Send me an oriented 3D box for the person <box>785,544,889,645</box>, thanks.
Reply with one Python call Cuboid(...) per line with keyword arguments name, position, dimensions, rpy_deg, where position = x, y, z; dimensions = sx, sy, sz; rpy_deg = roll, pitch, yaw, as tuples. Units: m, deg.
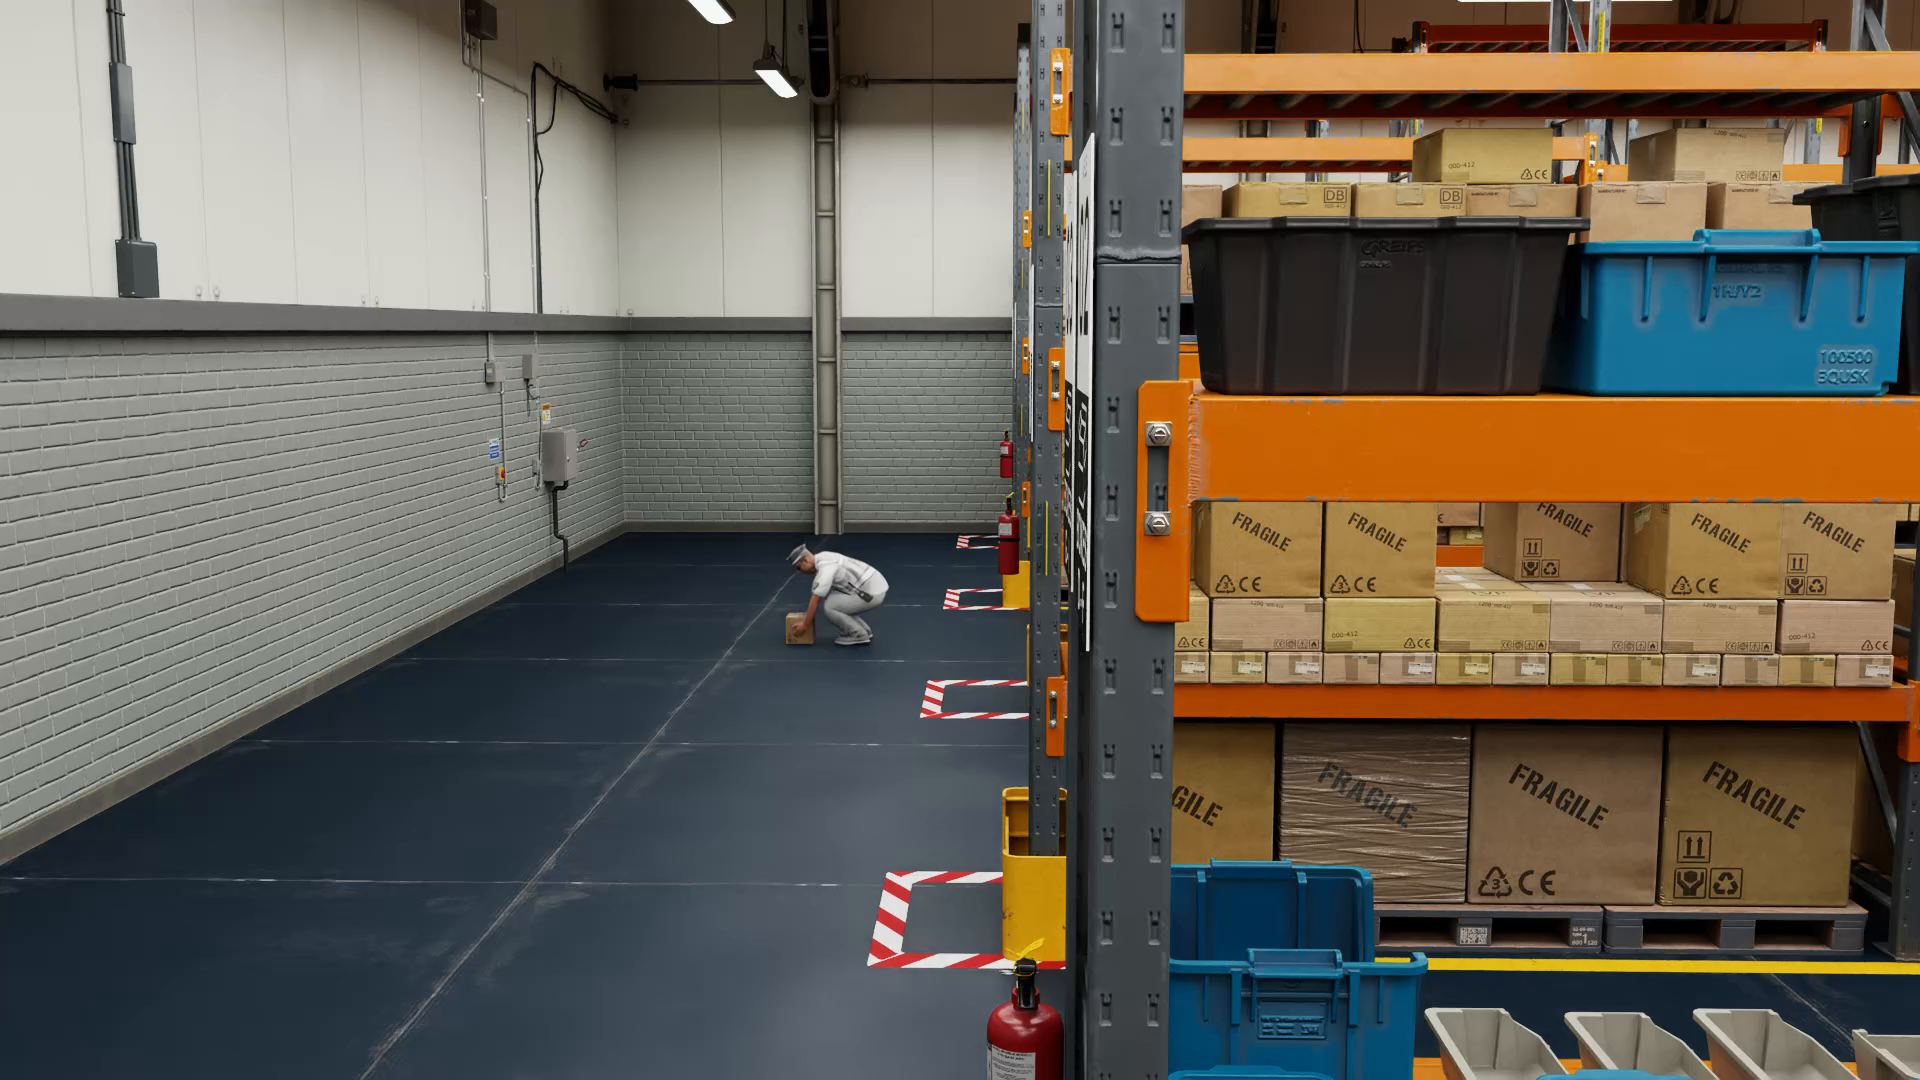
Cuboid(name="person", position=(-1.150, 0.497, 15.571), dimensions=(0.954, 0.942, 0.564), rpy_deg=(0, 7, 1))
